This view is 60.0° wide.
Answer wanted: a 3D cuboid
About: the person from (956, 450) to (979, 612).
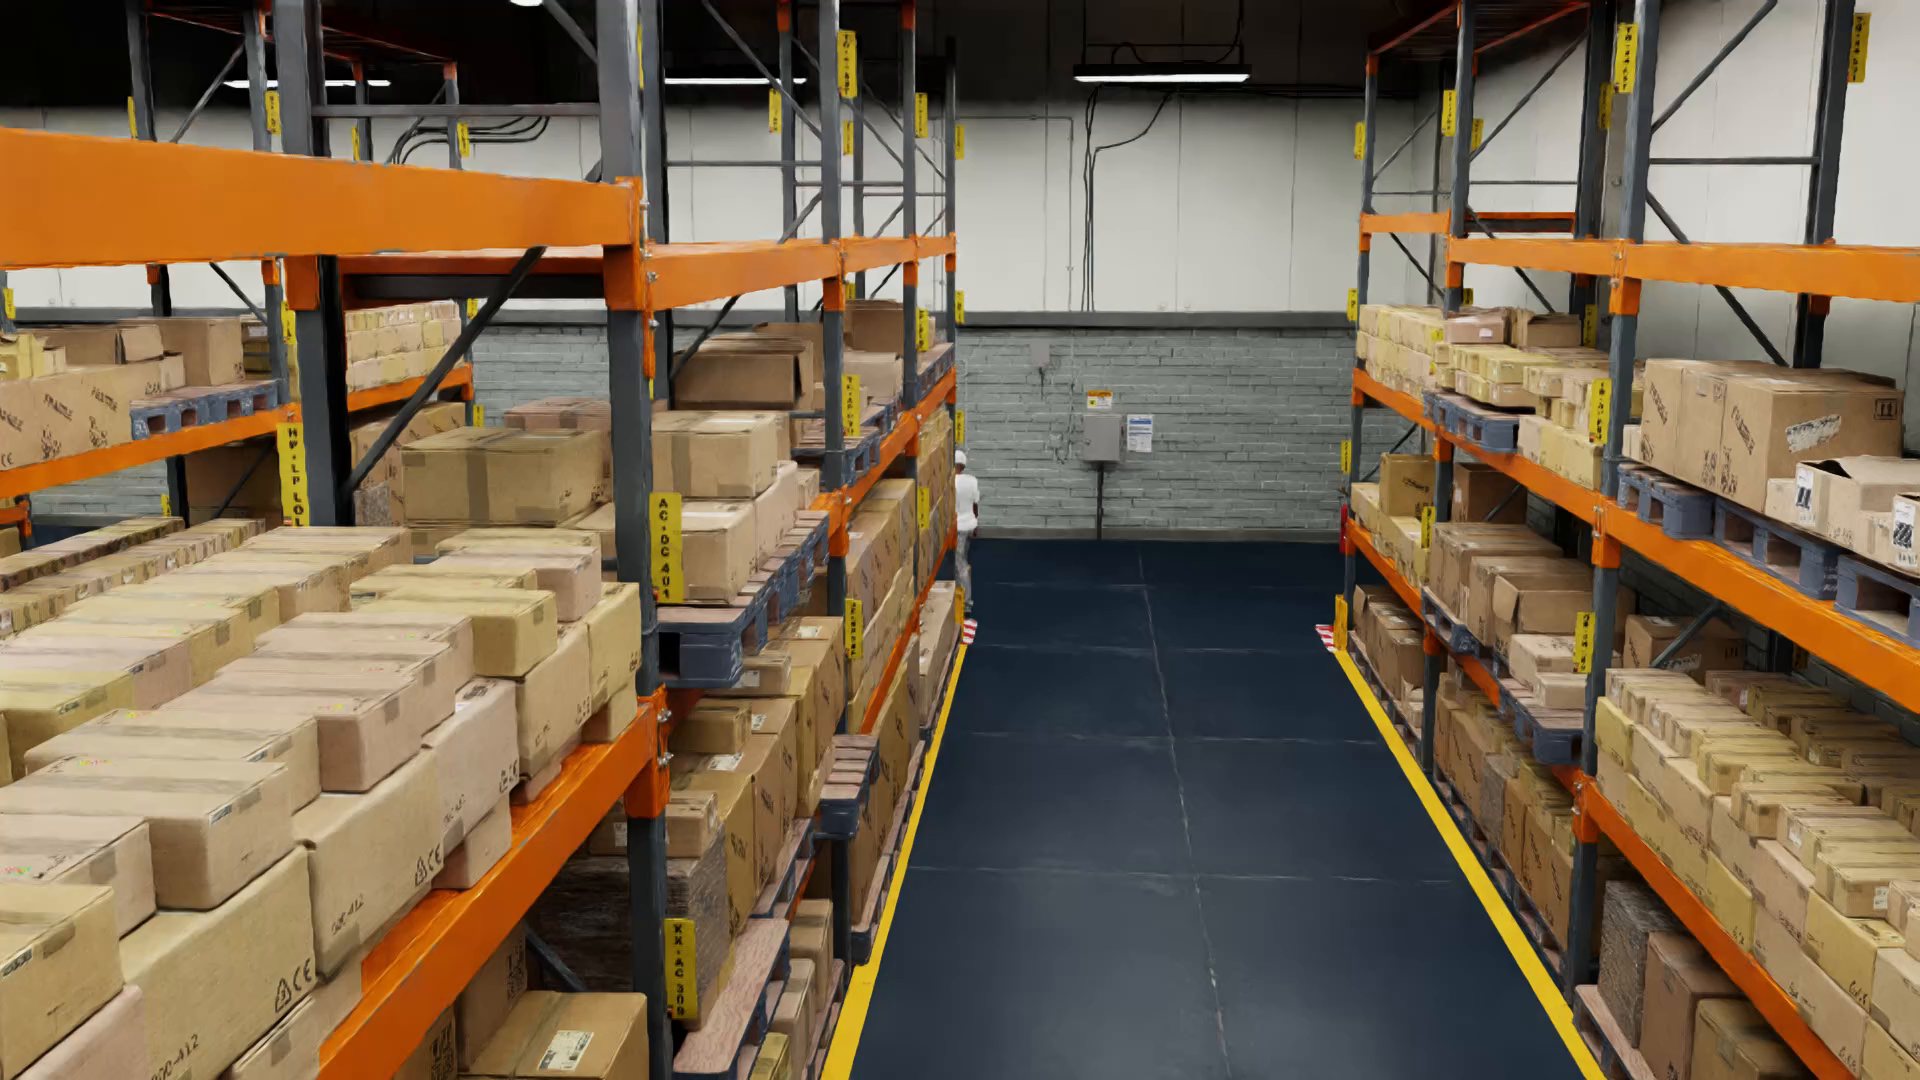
[{"bbox_3d":[-0.052,-0.118,18.357,0.582,1.763,0.670,7,13,32],"label":"person"}]
